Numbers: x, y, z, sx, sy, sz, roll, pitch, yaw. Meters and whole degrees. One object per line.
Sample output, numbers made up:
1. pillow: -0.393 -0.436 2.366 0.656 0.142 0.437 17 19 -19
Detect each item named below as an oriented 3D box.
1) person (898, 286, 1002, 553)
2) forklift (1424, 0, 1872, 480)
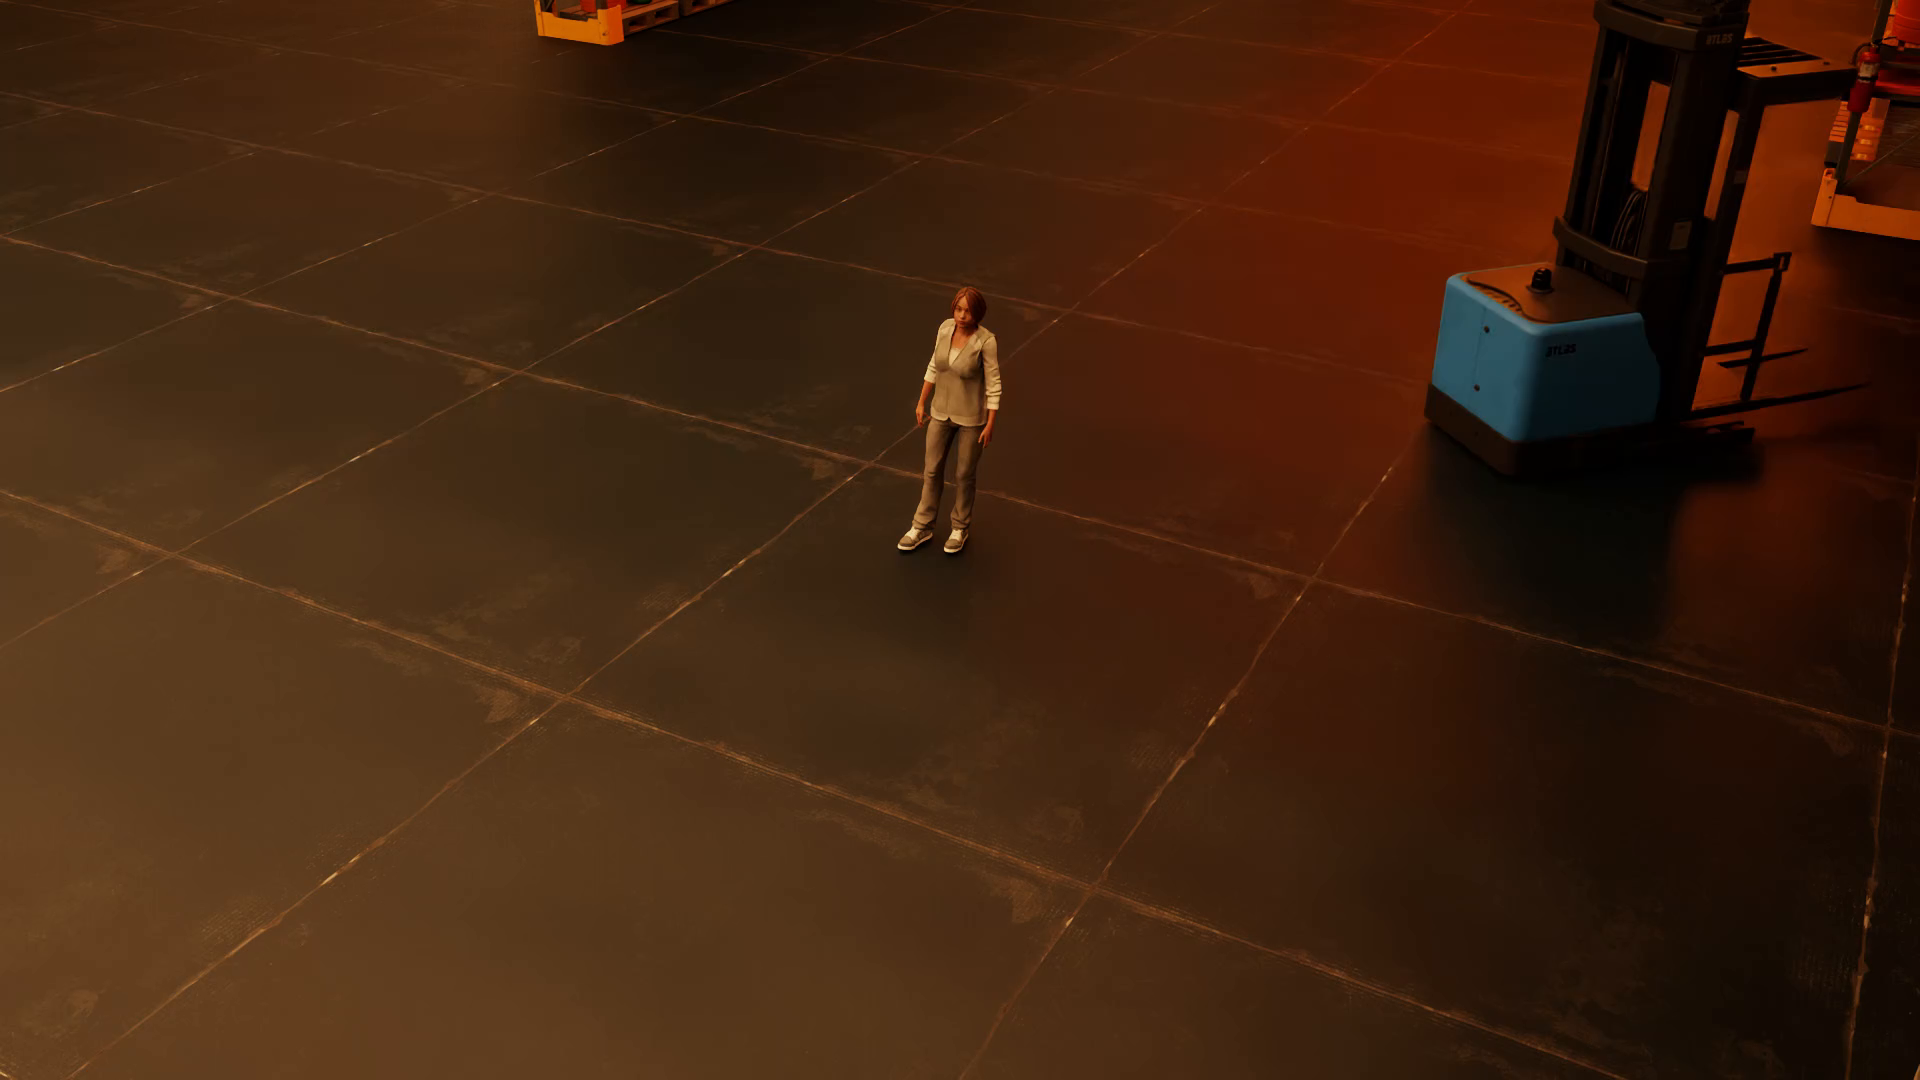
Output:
1. person: -0.048 -0.669 9.550 0.520 1.597 0.475 15 33 25
2. forklift: 4.738 -2.082 10.677 3.031 2.935 1.130 -9 31 -16
